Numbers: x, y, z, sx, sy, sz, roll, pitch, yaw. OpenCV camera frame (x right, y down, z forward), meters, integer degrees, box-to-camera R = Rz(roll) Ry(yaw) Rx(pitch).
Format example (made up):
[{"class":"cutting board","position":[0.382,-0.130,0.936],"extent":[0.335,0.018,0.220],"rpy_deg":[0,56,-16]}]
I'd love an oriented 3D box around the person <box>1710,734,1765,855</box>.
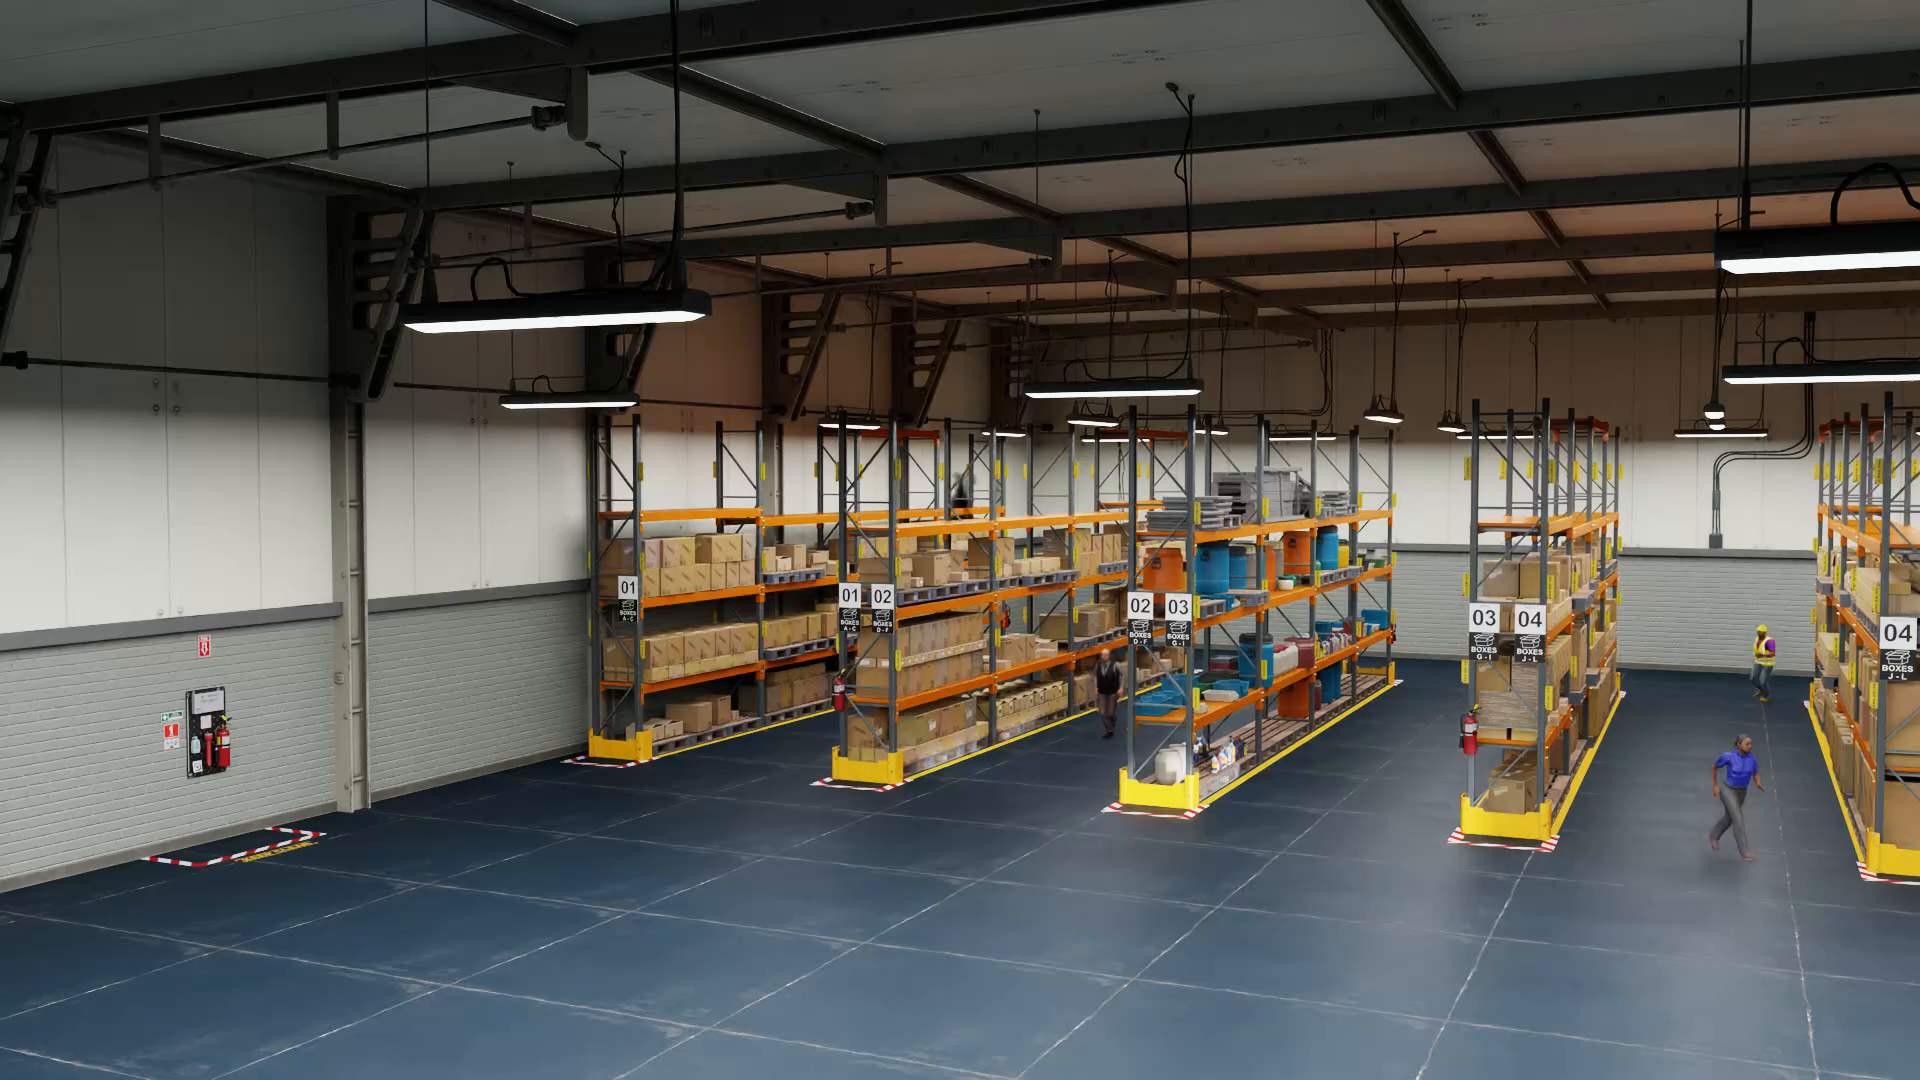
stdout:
[{"class":"person","position":[9.971,3.239,21.438],"extent":[0.559,1.541,0.912],"rpy_deg":[-1,2,-16]}]

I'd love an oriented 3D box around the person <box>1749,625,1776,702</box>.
[{"class":"person","position":[17.369,2.683,36.070],"extent":[0.809,1.692,0.795],"rpy_deg":[-1,3,-21]}]

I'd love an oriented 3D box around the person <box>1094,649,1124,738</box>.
[{"class":"person","position":[2.827,2.886,31.315],"extent":[0.616,1.683,0.571],"rpy_deg":[1,2,20]}]
